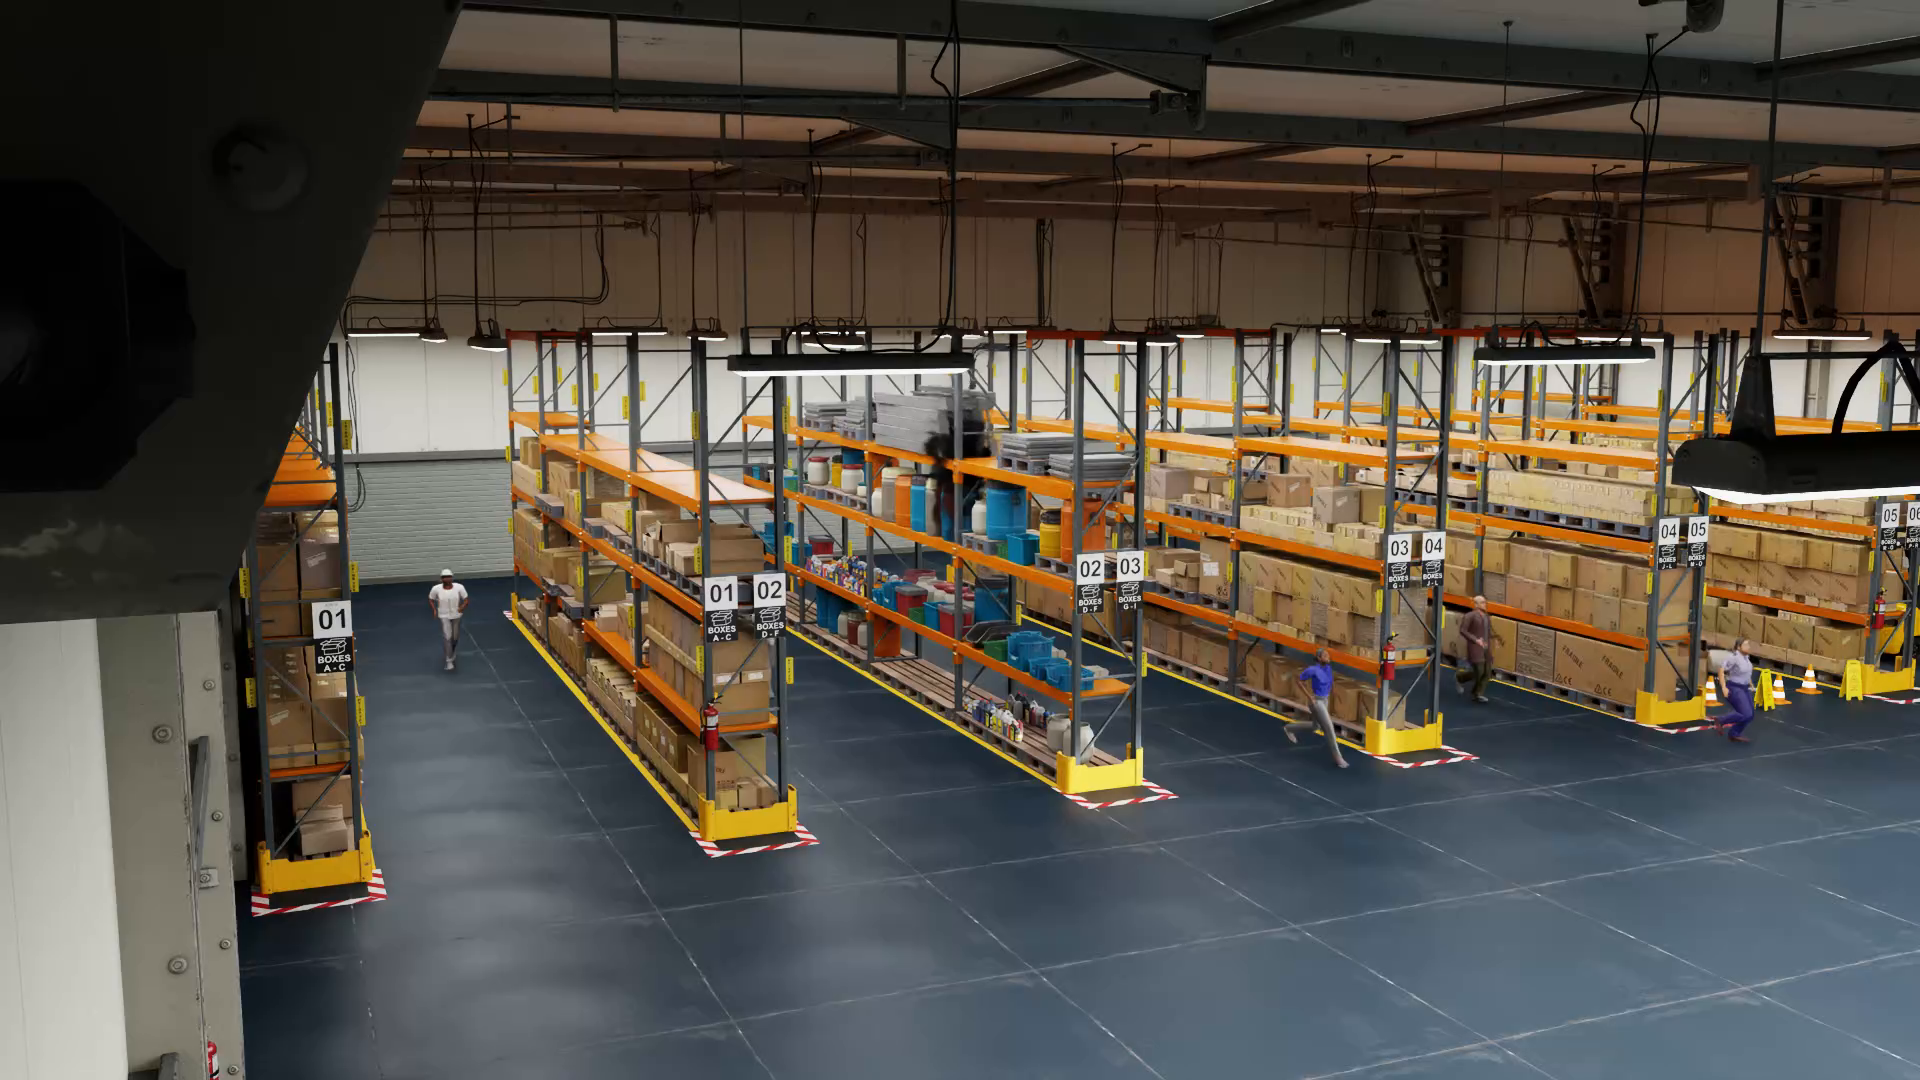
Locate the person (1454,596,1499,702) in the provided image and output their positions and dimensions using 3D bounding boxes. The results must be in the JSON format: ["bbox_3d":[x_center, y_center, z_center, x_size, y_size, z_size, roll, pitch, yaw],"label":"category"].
[{"bbox_3d":[8.463,1.767,27.277,0.702,1.731,0.673,-5,9,-34],"label":"person"}]

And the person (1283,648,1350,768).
[{"bbox_3d":[5.068,2.341,23.591,1.113,1.640,0.538,6,10,39],"label":"person"}]

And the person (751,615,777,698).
[{"bbox_3d":[-3.244,1.738,27.792,0.590,1.683,0.743,-3,8,-23],"label":"person"}]

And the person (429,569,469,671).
[{"bbox_3d":[-9.169,1.392,29.889,0.685,1.783,0.849,-3,8,-23],"label":"person"}]

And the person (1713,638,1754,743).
[{"bbox_3d":[11.475,2.228,24.566,0.535,1.593,0.686,6,10,39],"label":"person"}]
